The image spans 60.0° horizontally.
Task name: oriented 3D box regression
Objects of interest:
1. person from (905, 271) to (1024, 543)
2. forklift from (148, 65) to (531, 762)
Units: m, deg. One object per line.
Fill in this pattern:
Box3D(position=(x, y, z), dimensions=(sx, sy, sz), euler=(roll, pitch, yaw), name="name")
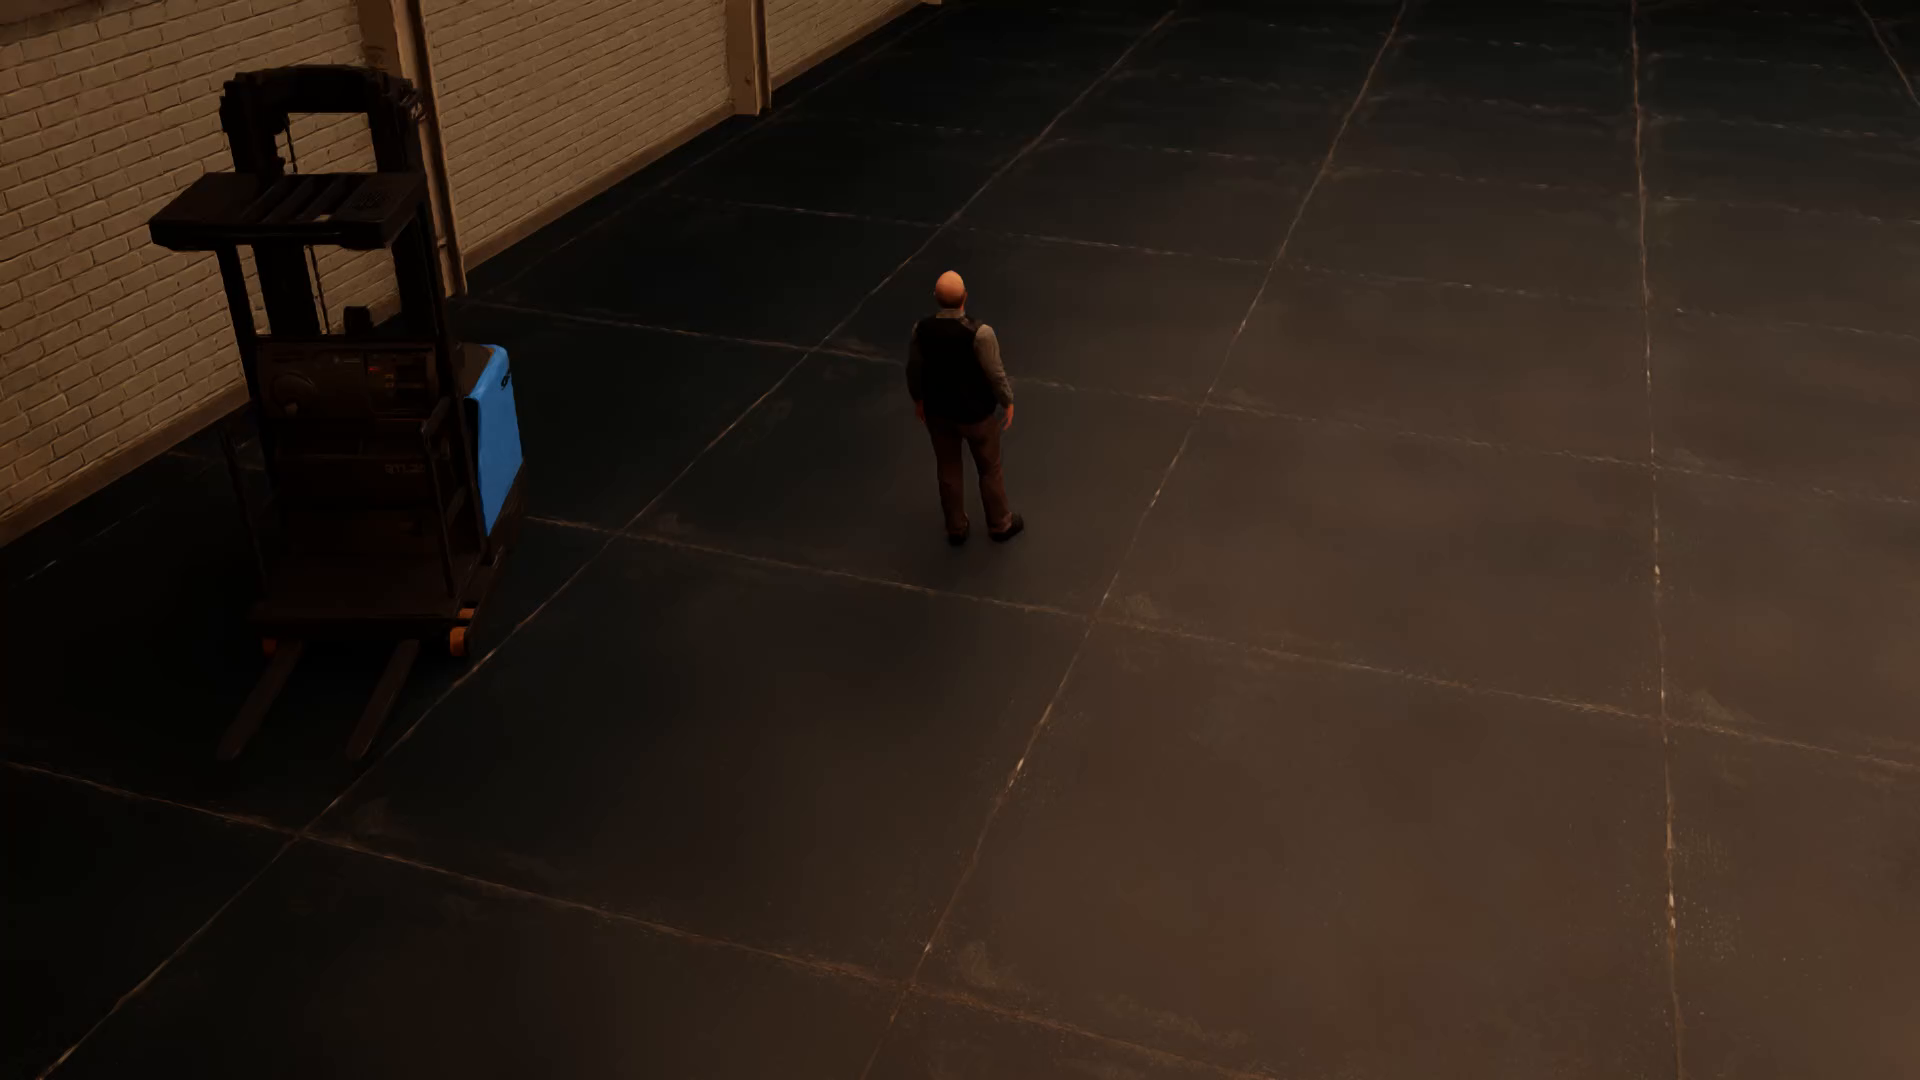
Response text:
Box3D(position=(0.028, -0.782, 9.715), dimensions=(0.632, 1.720, 0.567), euler=(10, 31, 16), name="person")
Box3D(position=(-3.198, -0.792, 8.525), dimensions=(1.130, 2.935, 3.031), euler=(-1, 30, -1), name="forklift")
